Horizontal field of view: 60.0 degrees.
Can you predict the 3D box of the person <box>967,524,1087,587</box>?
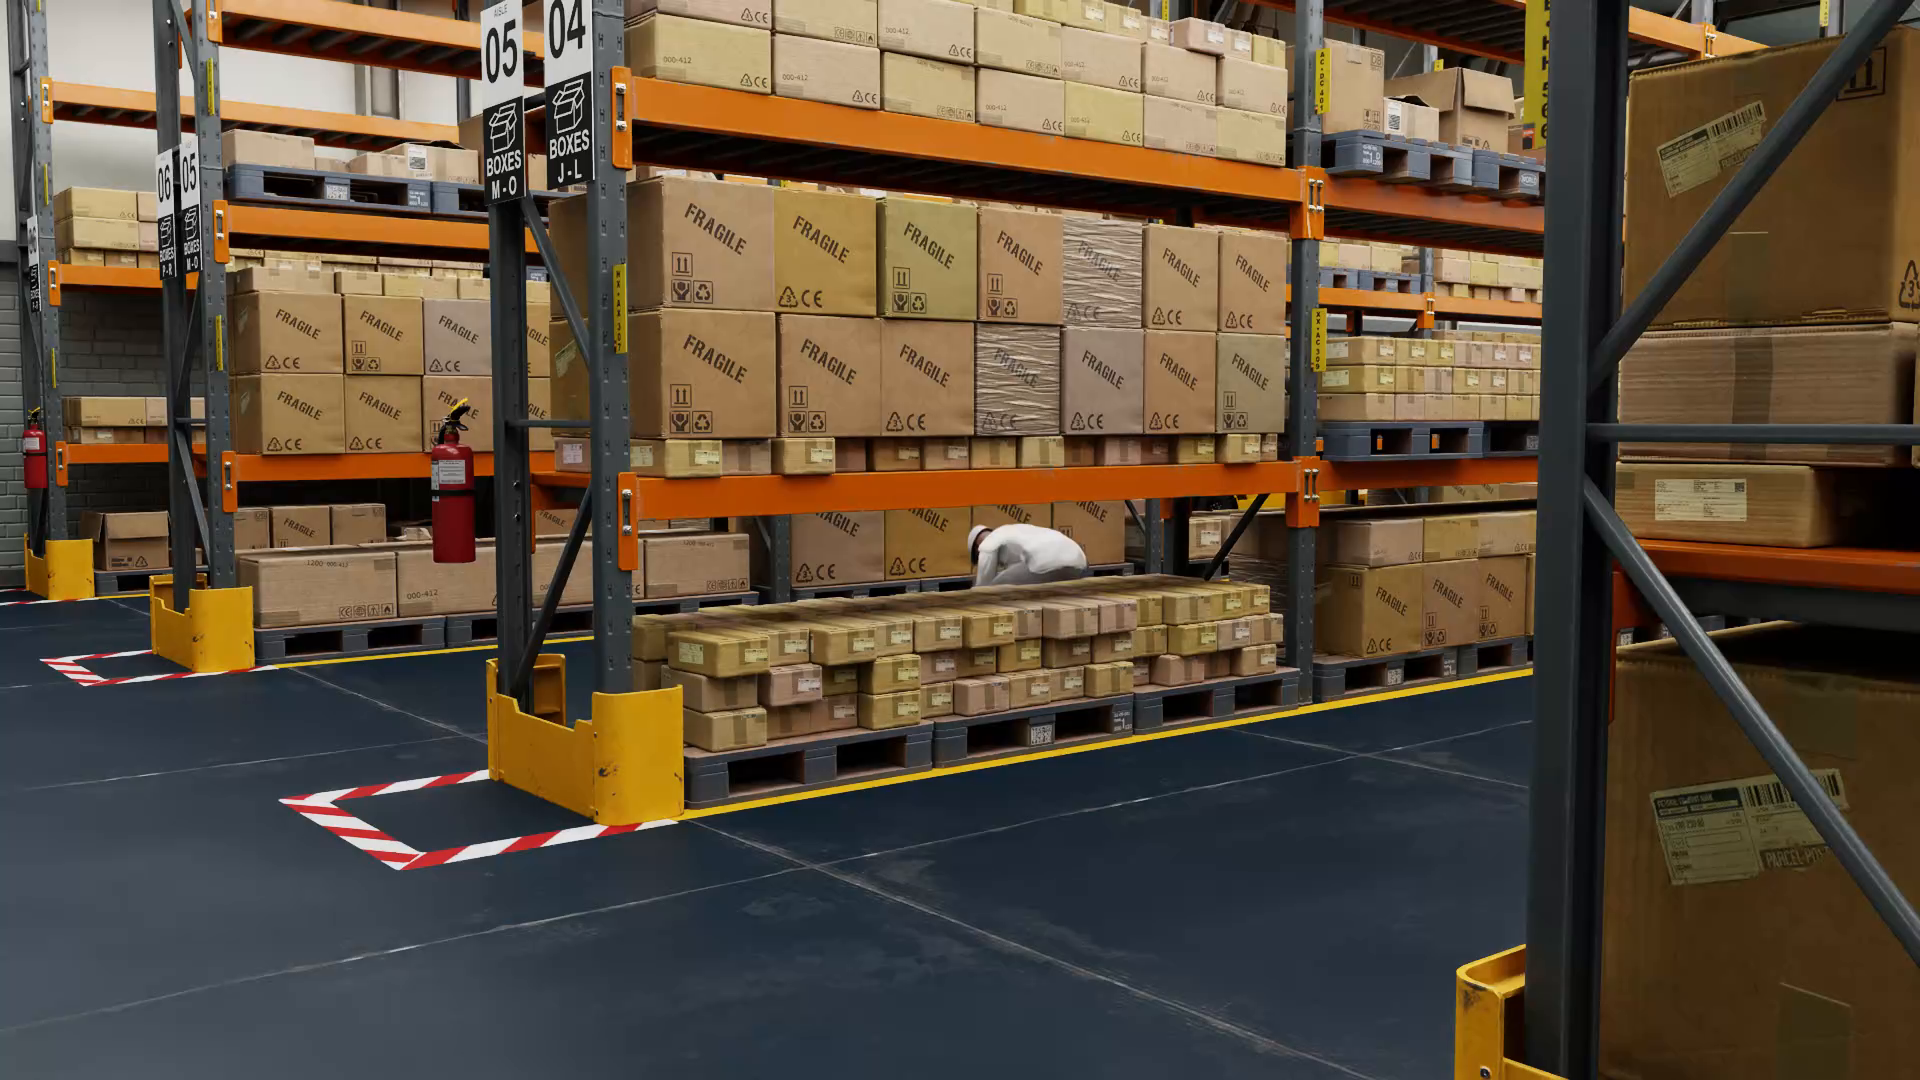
[{"bbox_3d":[0.404,0.308,11.322,0.519,0.822,0.974,-4,6,-40],"label":"person"}]
